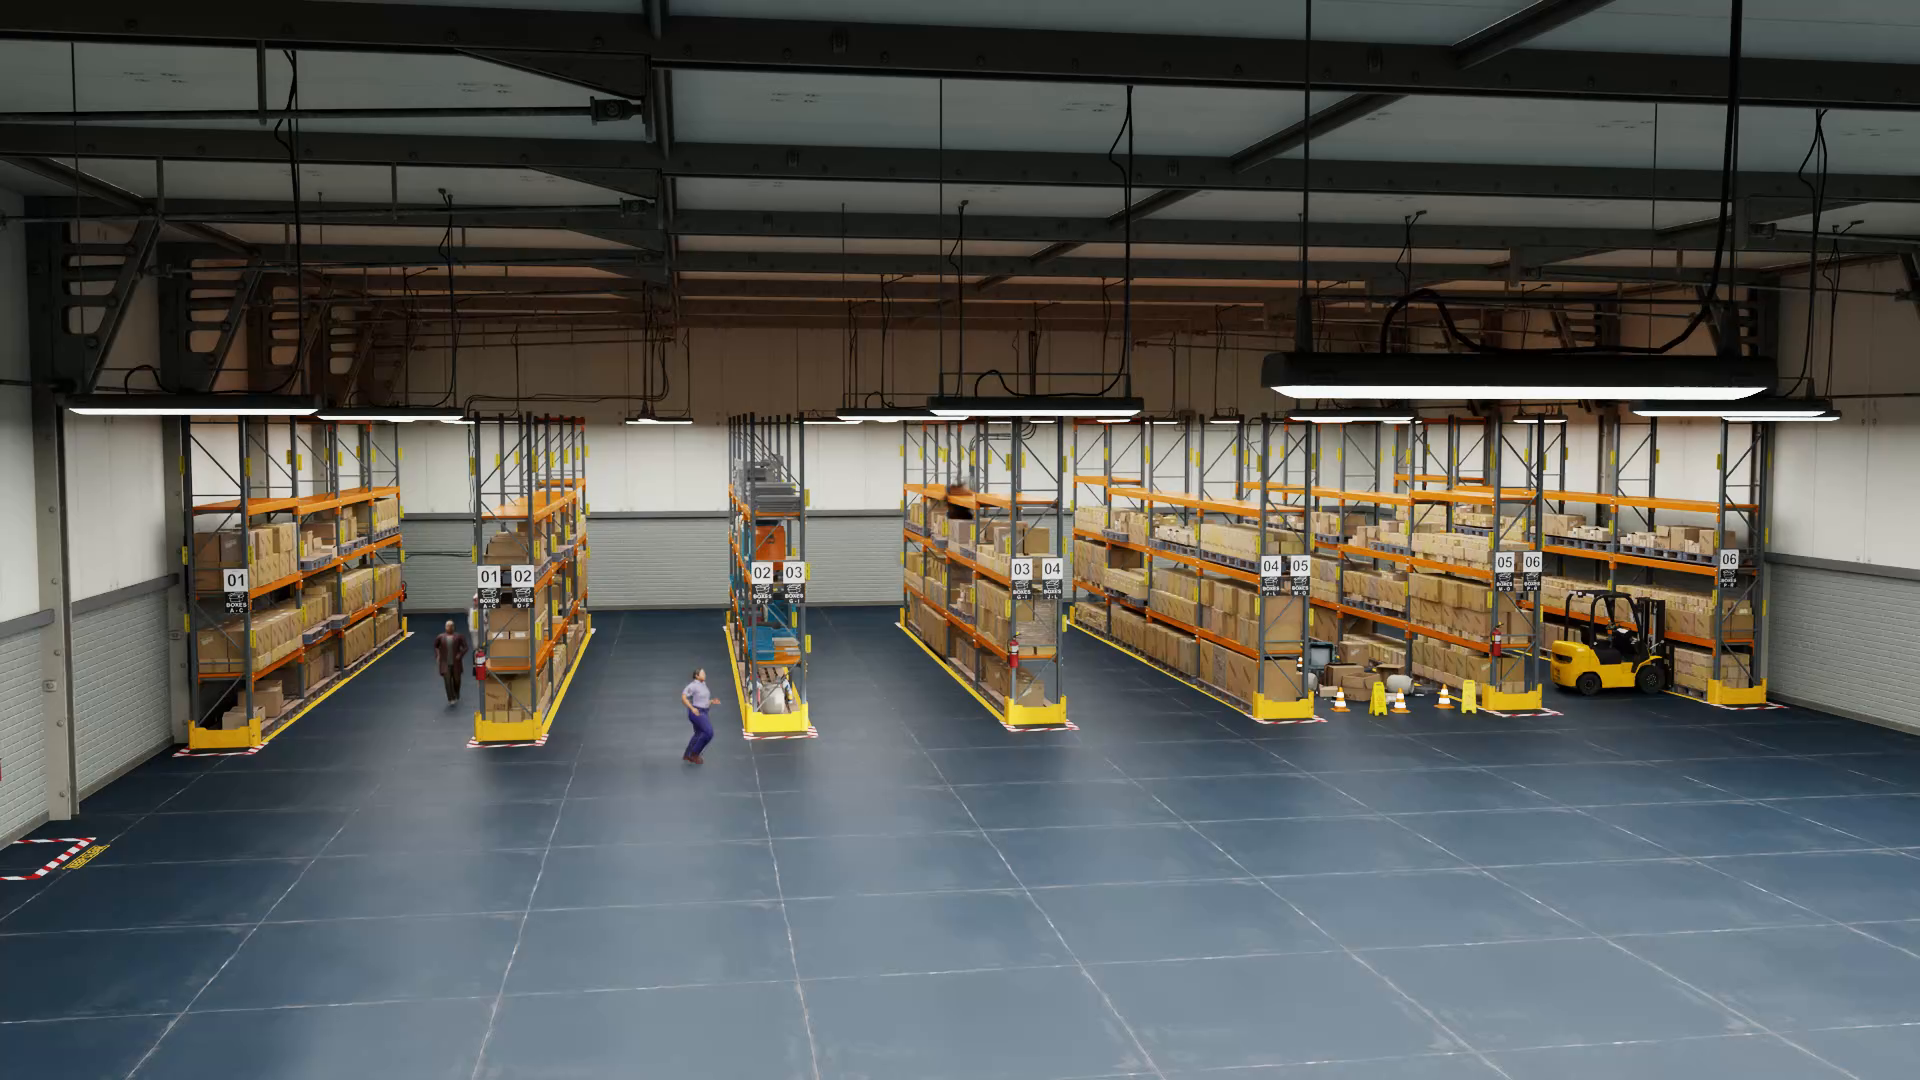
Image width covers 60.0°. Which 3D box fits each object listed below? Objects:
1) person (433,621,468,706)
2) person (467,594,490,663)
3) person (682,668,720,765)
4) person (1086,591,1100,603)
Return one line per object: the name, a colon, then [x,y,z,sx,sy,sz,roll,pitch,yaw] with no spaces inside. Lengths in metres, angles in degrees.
person: [-10.486,2.524,34.229,0.704,1.735,0.724,-1,4,-13]
person: [-11.400,2.170,39.482,0.656,1.772,0.800,0,4,-4]
person: [-4.412,2.997,28.276,0.656,1.630,0.579,1,4,8]
person: [3.991,1.464,49.786,0.876,1.755,0.735,2,4,24]
